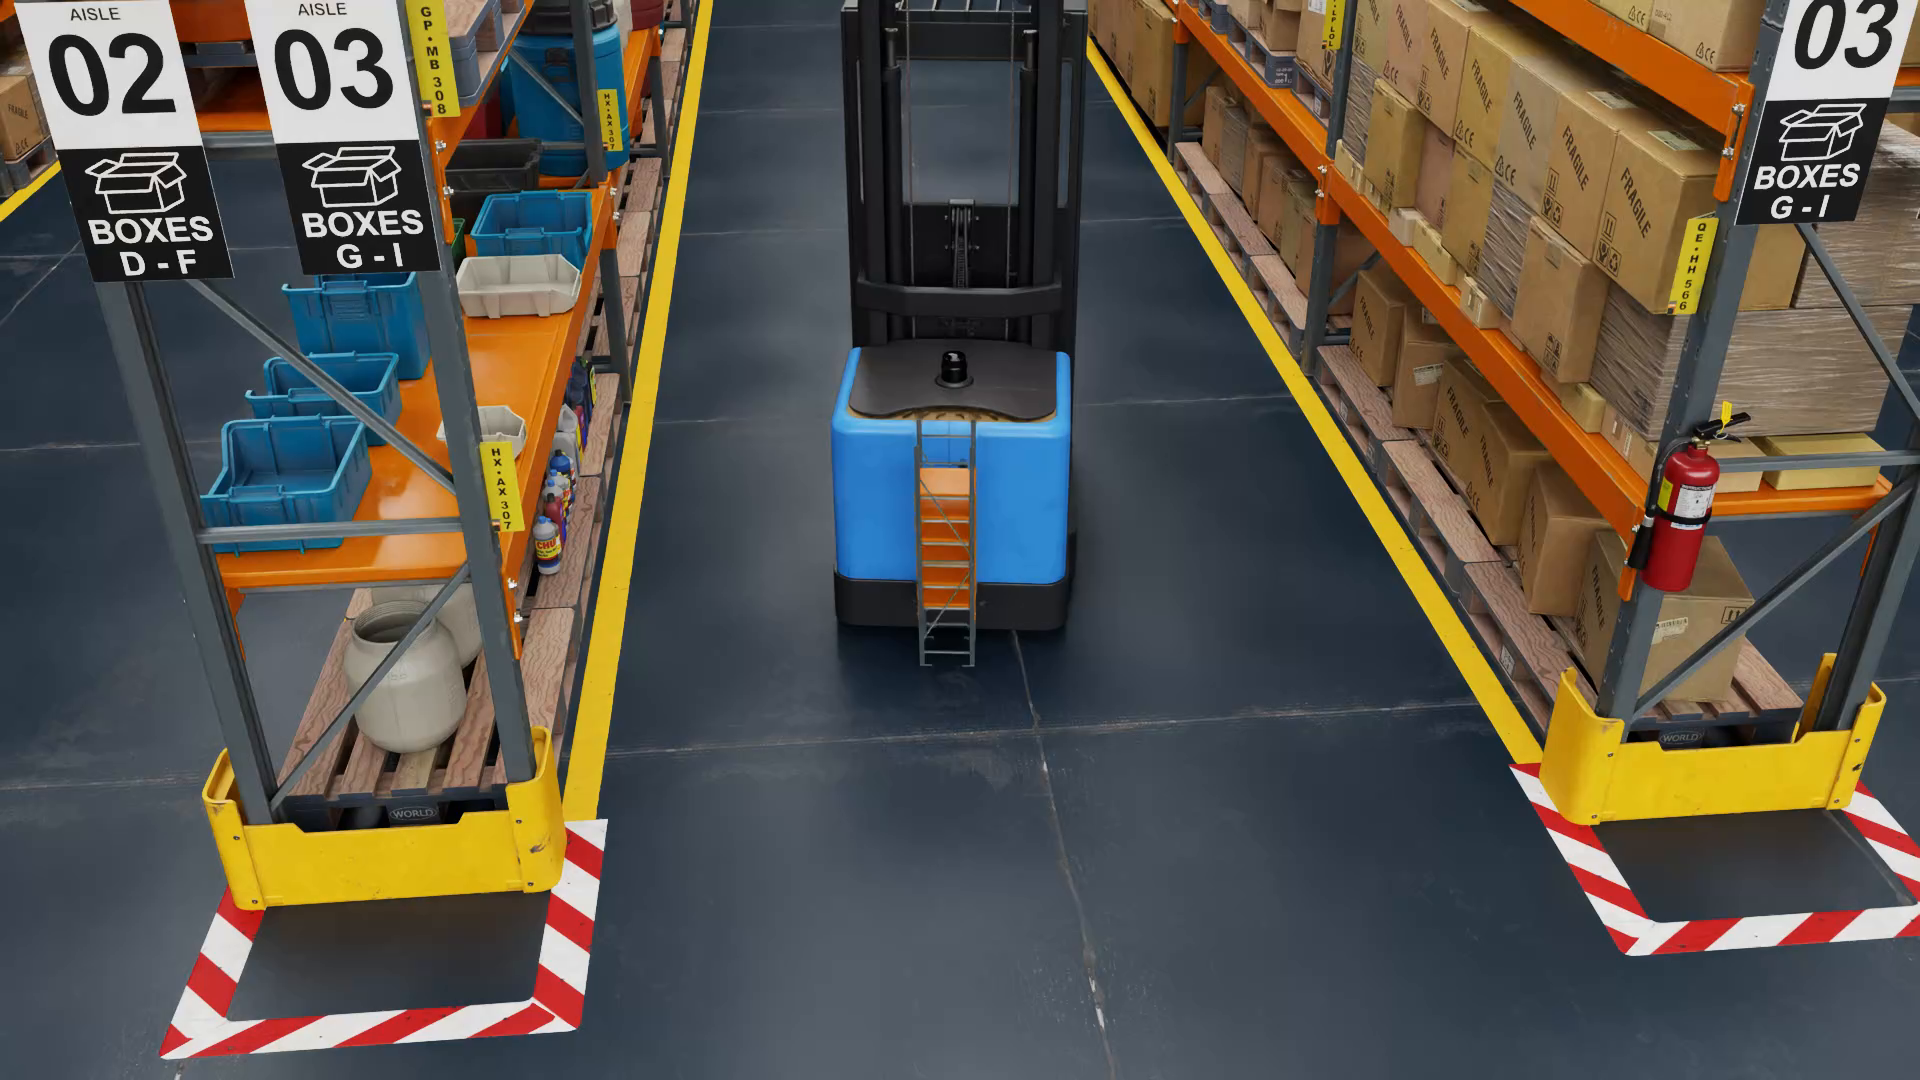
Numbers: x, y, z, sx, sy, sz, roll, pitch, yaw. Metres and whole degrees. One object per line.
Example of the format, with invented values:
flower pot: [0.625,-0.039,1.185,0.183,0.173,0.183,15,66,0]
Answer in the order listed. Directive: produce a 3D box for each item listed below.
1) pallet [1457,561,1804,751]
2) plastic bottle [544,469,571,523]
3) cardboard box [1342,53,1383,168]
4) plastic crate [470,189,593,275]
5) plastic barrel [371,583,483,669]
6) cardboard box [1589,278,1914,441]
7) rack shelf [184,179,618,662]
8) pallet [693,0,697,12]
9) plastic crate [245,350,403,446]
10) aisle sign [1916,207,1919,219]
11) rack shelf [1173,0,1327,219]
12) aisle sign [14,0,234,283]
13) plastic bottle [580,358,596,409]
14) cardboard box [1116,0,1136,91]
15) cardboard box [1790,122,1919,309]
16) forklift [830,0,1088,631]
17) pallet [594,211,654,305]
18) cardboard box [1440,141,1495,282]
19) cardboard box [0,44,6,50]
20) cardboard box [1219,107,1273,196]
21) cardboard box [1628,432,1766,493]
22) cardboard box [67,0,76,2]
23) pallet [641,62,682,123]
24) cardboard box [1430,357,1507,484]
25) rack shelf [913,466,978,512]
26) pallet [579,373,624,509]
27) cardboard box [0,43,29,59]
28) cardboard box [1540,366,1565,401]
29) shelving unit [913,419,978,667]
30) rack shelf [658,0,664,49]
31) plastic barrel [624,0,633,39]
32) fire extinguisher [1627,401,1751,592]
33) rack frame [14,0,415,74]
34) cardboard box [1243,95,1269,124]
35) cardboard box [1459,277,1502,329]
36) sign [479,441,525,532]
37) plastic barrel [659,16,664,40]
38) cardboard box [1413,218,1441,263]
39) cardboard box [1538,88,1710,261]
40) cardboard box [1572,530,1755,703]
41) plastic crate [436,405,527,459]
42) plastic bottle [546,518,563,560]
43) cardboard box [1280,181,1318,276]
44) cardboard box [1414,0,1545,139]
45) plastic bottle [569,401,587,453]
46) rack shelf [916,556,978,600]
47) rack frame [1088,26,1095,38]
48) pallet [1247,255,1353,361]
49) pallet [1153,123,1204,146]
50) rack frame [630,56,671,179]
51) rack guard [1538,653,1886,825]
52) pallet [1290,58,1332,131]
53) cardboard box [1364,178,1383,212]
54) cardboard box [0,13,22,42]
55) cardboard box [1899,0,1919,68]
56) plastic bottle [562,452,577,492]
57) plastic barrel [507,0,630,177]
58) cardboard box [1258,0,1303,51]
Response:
pallet: [2.867,0.479,7.243,1.003,0.211,1.213,-3,31,-5]
plastic bottle: [-1.917,-0.210,7.908,0.097,0.271,0.097,0,31,0]
cardboard box: [2.521,-2.243,8.693,0.875,0.500,0.500,-3,31,-5]
plastic crate: [-2.017,-1.452,7.901,0.499,0.251,0.616,-3,31,-5]
plastic barrel: [-2.201,0.274,6.883,0.421,0.512,0.421,0,31,0]
cardboard box: [2.890,-0.716,6.136,0.875,0.500,0.500,-3,31,-5]
rack shelf: [-2.204,-0.738,7.262,1.077,0.370,4.000,-3,31,-5]
pallet: [-3.362,-5.953,18.011,1.003,0.211,1.213,-3,31,-5]
plastic crate: [-2.416,-0.535,6.366,0.499,0.251,0.408,-3,31,-5]
aisle sign: [3.219,-1.362,5.070,0.394,0.787,0.004,-3,31,-5]
rack shelf: [2.354,-3.018,11.079,1.077,0.370,4.000,-3,31,-5]
aisle sign: [-2.306,-1.091,4.616,0.394,0.787,0.004,-3,31,-5]
plastic bottle: [-2.017,-0.861,8.986,0.061,0.283,0.133,-1,31,-2]
cardboard box: [2.048,-4.425,14.395,1.225,0.875,0.875,-3,31,-4]
cardboard box: [3.134,-1.157,5.899,0.500,0.500,0.500,-3,31,-5]
forklift: [0.033,-1.577,8.033,1.130,2.935,3.031,2,31,3]
pallet: [-2.620,-1.894,11.216,1.003,0.211,1.213,-3,31,-5]
cardboard box: [2.686,-1.479,7.413,0.875,0.500,0.500,-3,31,-5]
cardboard box: [-8.065,-3.721,13.563,0.500,0.500,0.500,-4,31,-6]
cardboard box: [2.314,-2.840,12.088,0.700,0.500,0.500,-5,31,-9]
cardboard box: [2.682,-0.291,6.057,0.380,0.149,0.250,-3,31,-5]
cardboard box: [-8.267,-4.774,15.326,0.500,0.500,0.500,-4,31,-7]
pallet: [-2.990,-3.935,14.632,1.003,0.211,1.213,-3,31,-5]
cardboard box: [2.736,-0.601,8.359,0.500,0.500,0.500,-5,31,-9]
rack shelf: [-0.058,-0.208,6.806,0.258,0.103,0.180,1,40,2]
pallet: [-2.369,-0.526,8.925,1.003,0.211,1.213,-3,31,-5]
cardboard box: [-7.551,-3.760,13.629,0.500,0.500,0.500,-3,31,-5]
cardboard box: [2.577,-0.672,6.695,0.380,0.149,0.250,-3,31,-5]
shelving unit: [-0.056,0.034,7.007,0.258,1.200,0.189,1,40,2]
rack shelf: [-2.951,-4.823,14.100,1.077,0.370,4.000,-3,31,-5]
plastic barrel: [-2.455,-3.643,11.315,0.421,0.512,0.421,0,31,0]
fire extinguisher: [2.466,-0.149,5.651,0.296,0.674,0.183,-3,31,-5]
rack frame: [-2.017,-2.601,3.830,1.000,3.000,0.127,-3,31,-5]
cardboard box: [2.319,-3.174,11.917,0.500,0.250,0.500,1,31,1]
cardboard box: [2.438,-1.052,7.331,0.380,0.149,0.250,-3,31,-5]
sign: [-1.469,-0.169,5.338,0.100,0.325,0.005,-3,31,-5]
plastic barrel: [-3.104,-5.153,15.589,0.600,0.901,0.708,-3,31,-5]
cardboard box: [2.403,-1.436,7.975,0.380,0.149,0.250,-3,31,-5]
cardboard box: [2.565,-1.387,6.284,0.500,0.500,0.500,-3,31,-5]
cardboard box: [2.873,0.310,6.834,0.500,0.500,0.500,3,31,5]
plastic crate: [-1.780,-0.385,6.227,0.298,0.136,0.250,-3,31,-5]
plastic bottle: [-1.886,-0.007,7.636,0.097,0.201,0.097,0,31,0]
cardboard box: [2.479,-1.980,10.648,0.700,0.500,0.500,-3,31,-5]
cardboard box: [2.424,-2.153,7.567,0.500,0.500,0.500,-3,31,-5]
plastic bottle: [-1.969,-0.597,8.544,0.061,0.283,0.133,-1,31,-1]
rack shelf: [-0.055,0.161,7.112,0.258,0.103,0.180,1,40,2]
rack frame: [1.793,-6.390,16.023,1.000,3.000,0.127,-3,31,-5]
pallet: [2.467,-1.506,10.565,1.003,0.211,1.213,-3,31,-5]
pallet: [2.168,-3.557,13.999,1.003,0.211,1.213,-3,31,-5]
rack frame: [-2.764,-4.110,12.206,1.000,3.000,0.127,-3,31,-5]
rack guard: [2.907,0.771,6.471,1.175,0.500,0.348,-3,31,-5]
pallet: [2.614,-2.620,9.899,1.003,0.211,1.213,-3,31,-5]
cardboard box: [2.323,-1.819,8.615,0.380,0.149,0.250,-3,31,-5]
cardboard box: [-8.127,-4.330,13.851,0.500,0.250,0.500,-3,31,-6]
cardboard box: [3.127,-1.745,5.467,0.500,0.250,0.500,-2,31,-3]
plastic bottle: [-1.946,-0.336,8.187,0.097,0.201,0.097,0,31,0]
plastic barrel: [-2.125,-2.495,9.013,0.600,0.901,0.708,-3,31,-5]
cardboard box: [2.287,-3.411,10.525,0.797,0.503,0.637,0,31,0]
